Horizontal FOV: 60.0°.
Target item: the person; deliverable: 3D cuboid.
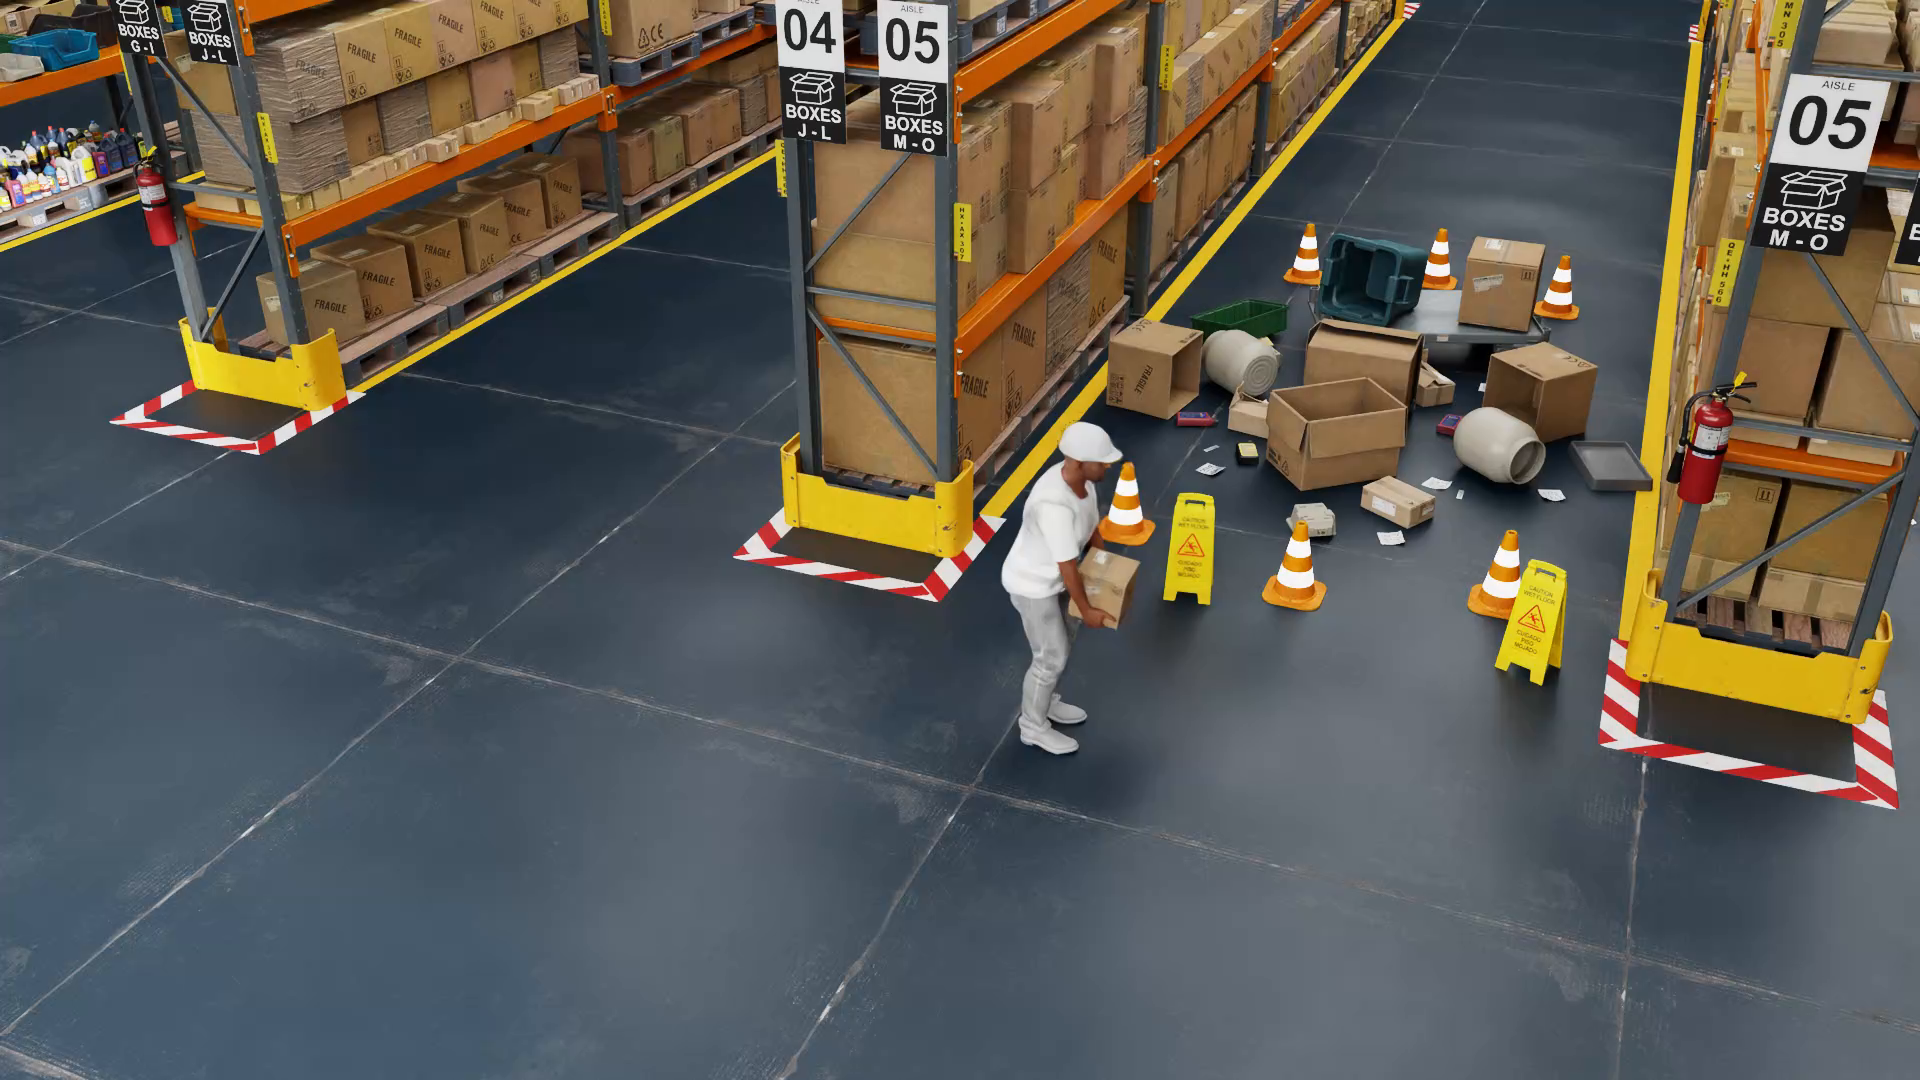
[{"bbox_3d":[0.436,0.186,8.053,0.460,1.759,0.629,10,31,16],"label":"person"}]
